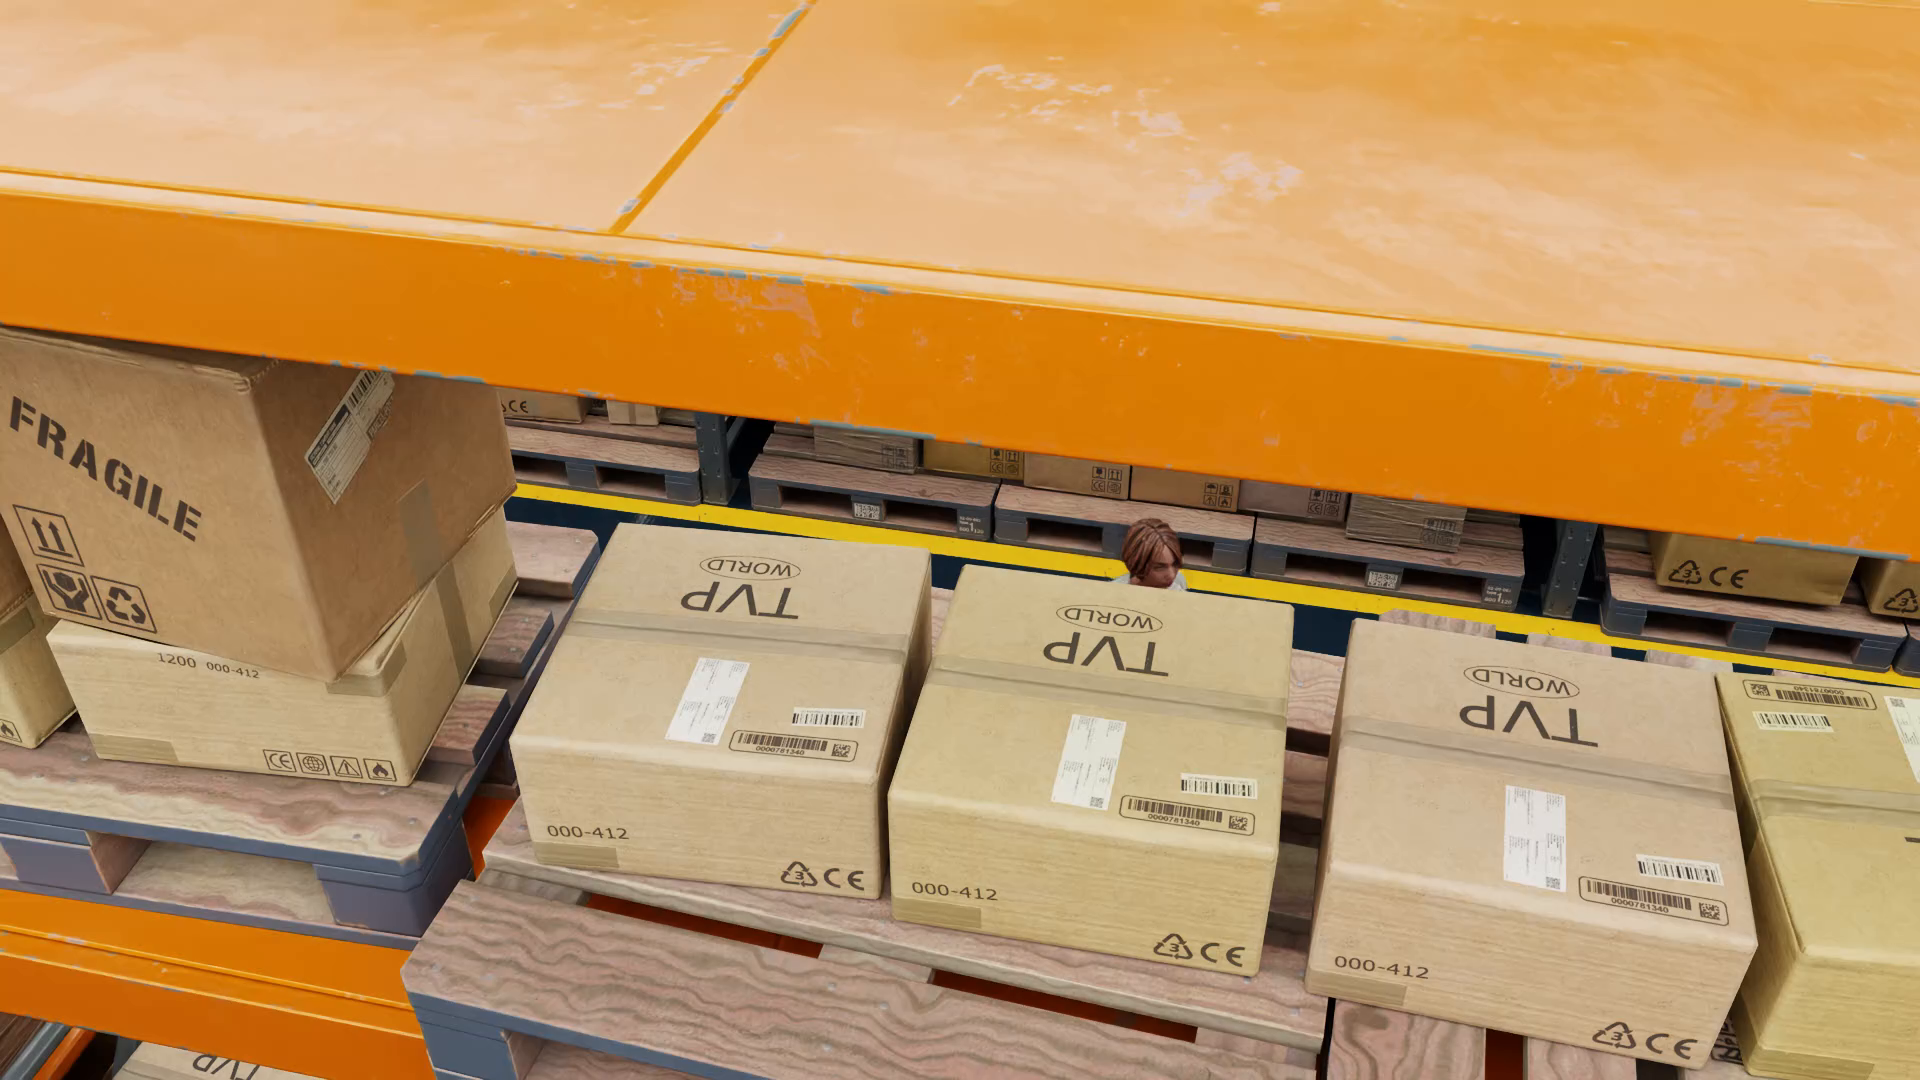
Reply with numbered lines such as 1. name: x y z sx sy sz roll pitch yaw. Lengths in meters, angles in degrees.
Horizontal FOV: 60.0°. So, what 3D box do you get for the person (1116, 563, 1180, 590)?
1. person: 0.771 0.736 5.737 0.704 1.546 0.436 15 39 18
